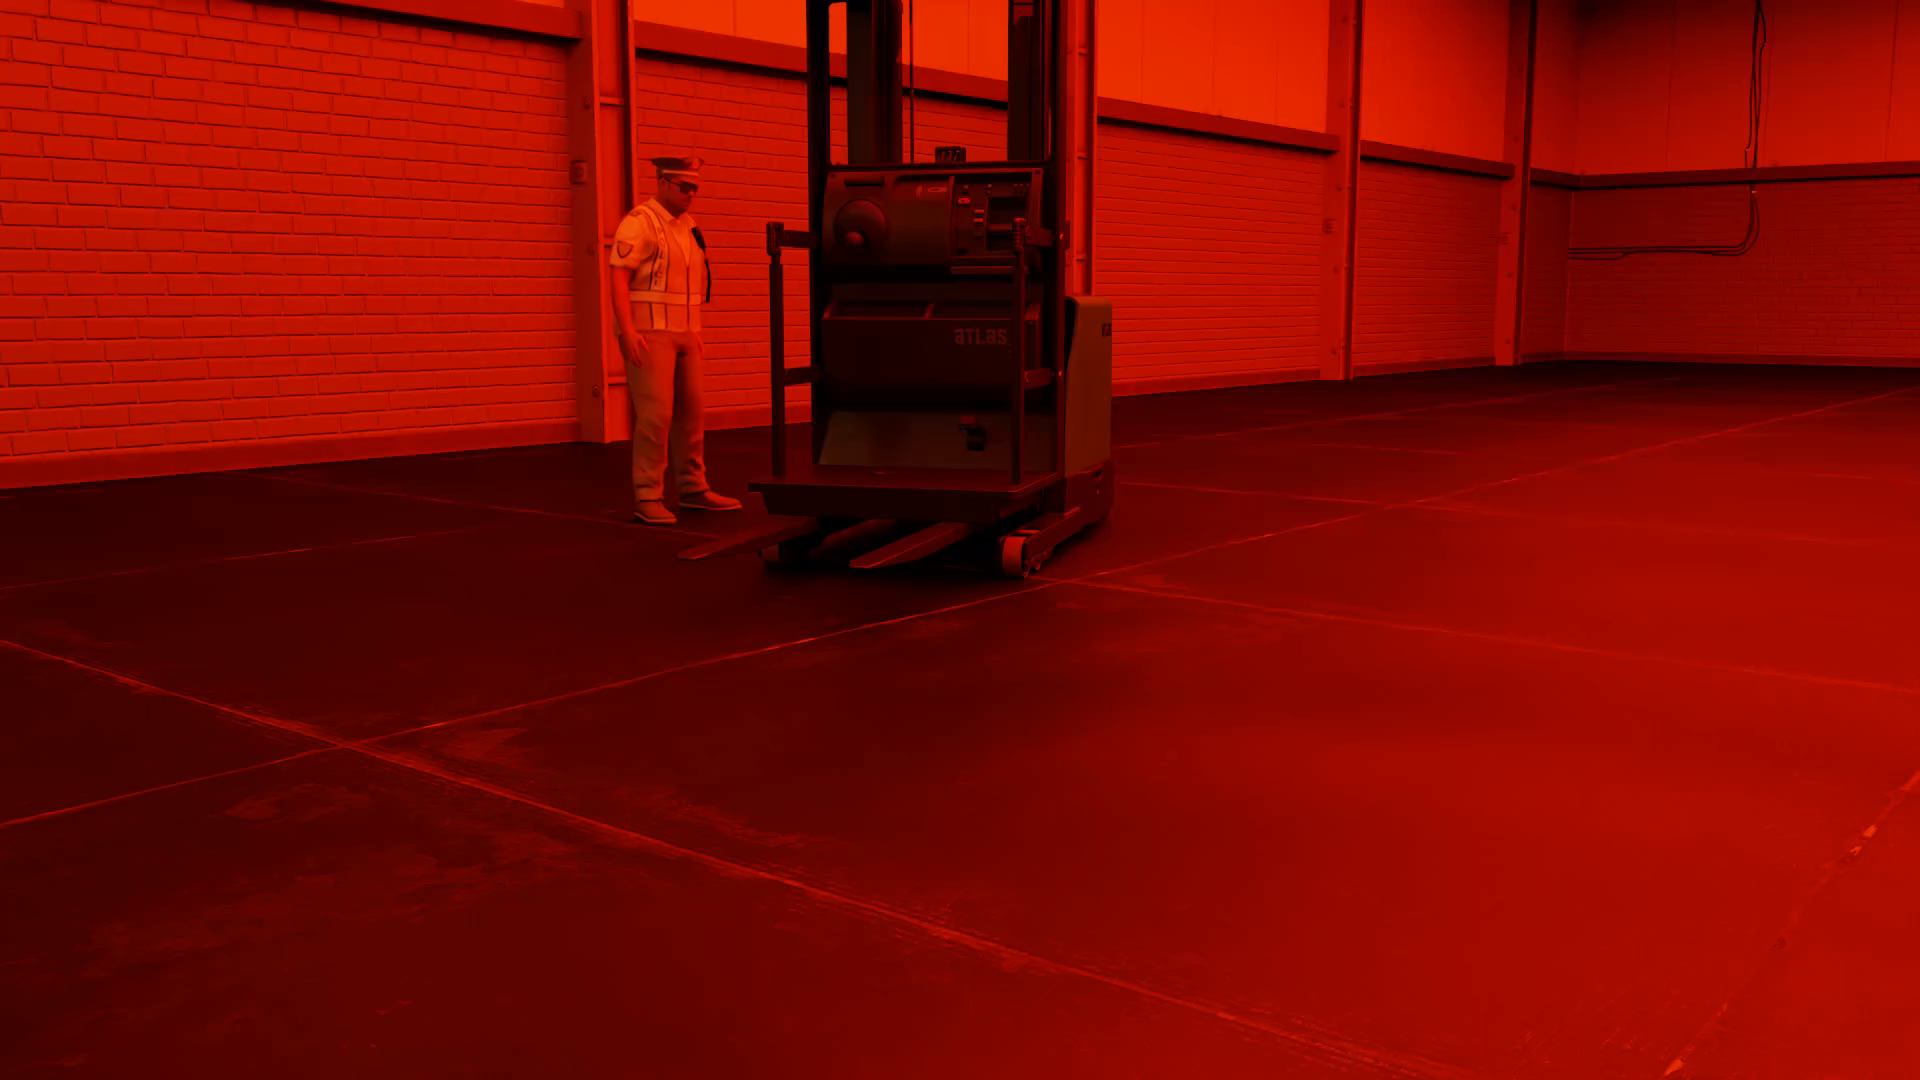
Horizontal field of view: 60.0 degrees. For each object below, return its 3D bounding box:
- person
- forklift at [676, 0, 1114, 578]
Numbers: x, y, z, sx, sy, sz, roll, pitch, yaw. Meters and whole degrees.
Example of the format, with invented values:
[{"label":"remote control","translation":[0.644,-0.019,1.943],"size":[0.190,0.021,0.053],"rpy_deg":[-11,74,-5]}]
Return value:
[{"label":"person","translation":[-1.427,-0.984,8.115],"size":[0.456,1.754,0.717],"rpy_deg":[4,9,27]},{"label":"forklift","translation":[-0.176,-1.366,6.616],"size":[1.130,2.935,3.031],"rpy_deg":[3,9,17]}]
